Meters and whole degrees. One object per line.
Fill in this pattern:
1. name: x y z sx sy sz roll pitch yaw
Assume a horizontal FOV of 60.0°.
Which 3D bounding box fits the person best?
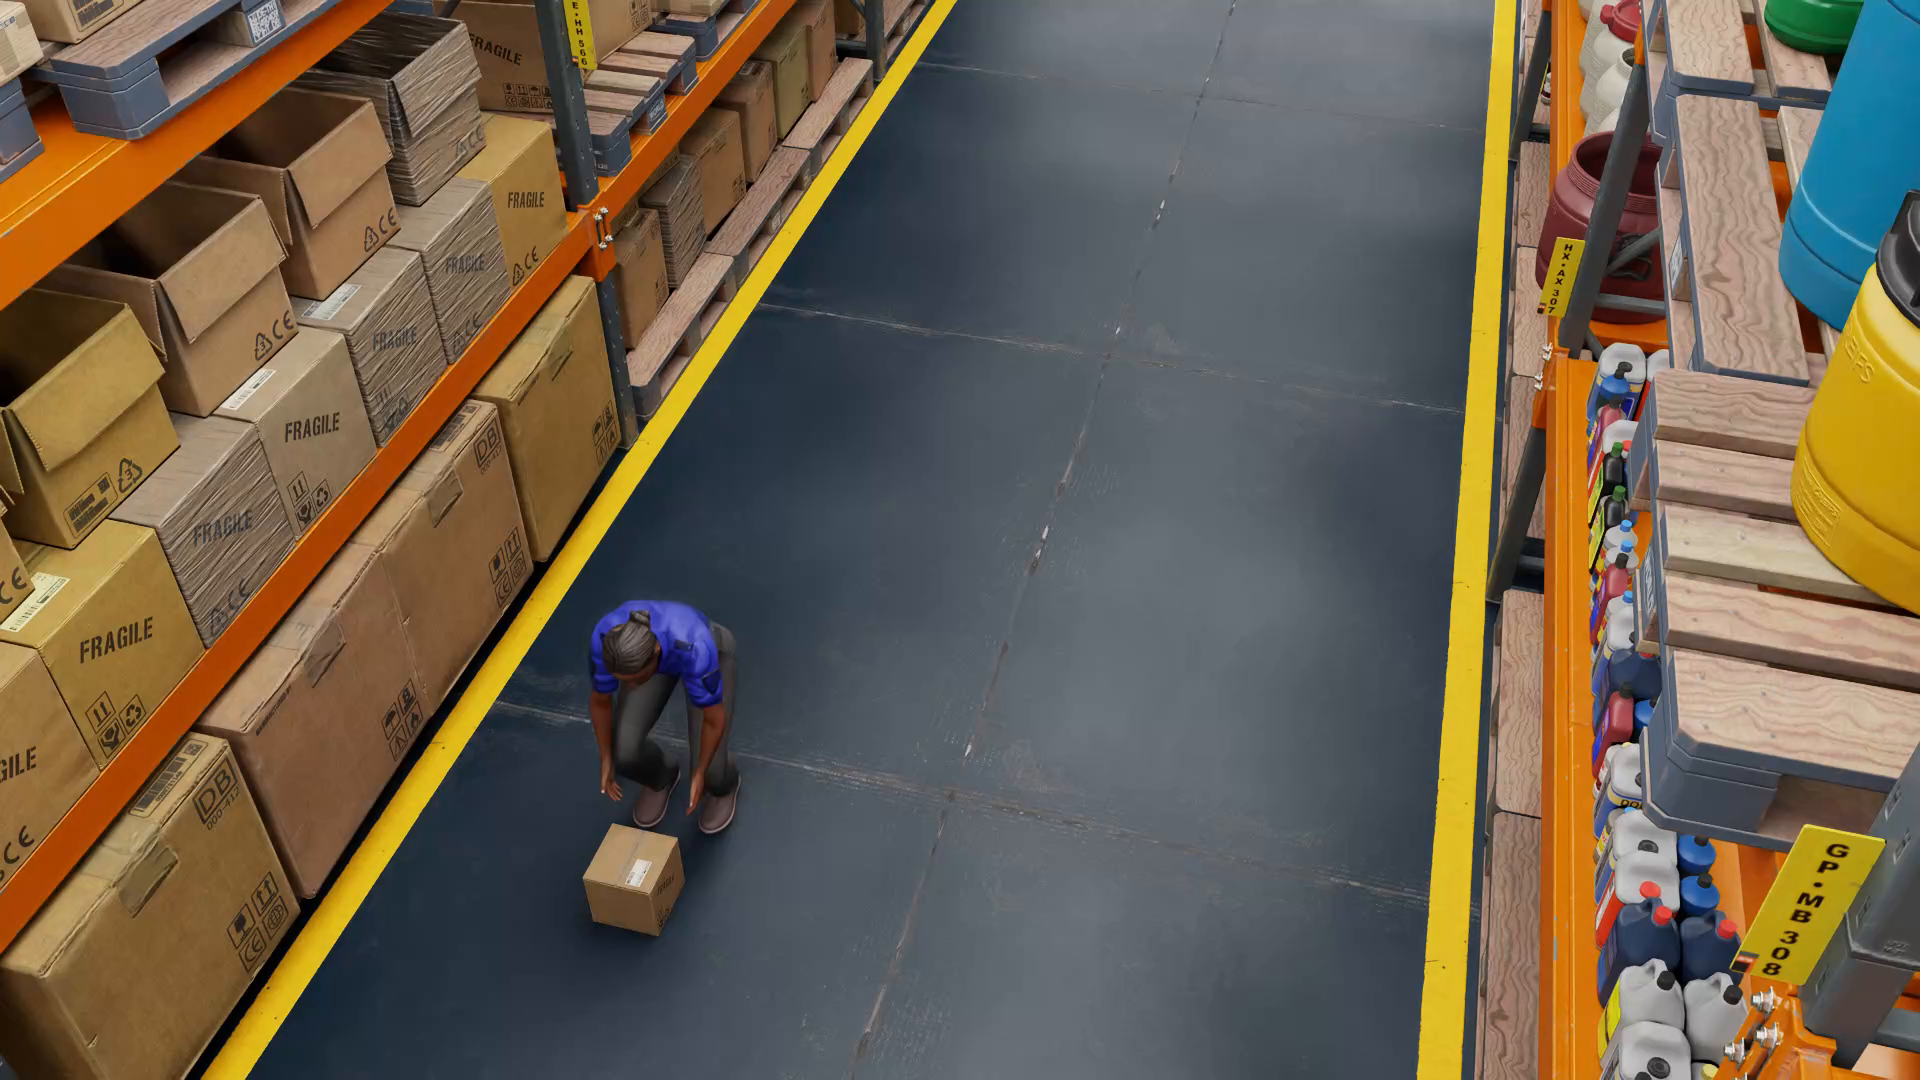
1. person: -0.999 0.575 5.845 0.496 1.219 0.709 10 42 11
